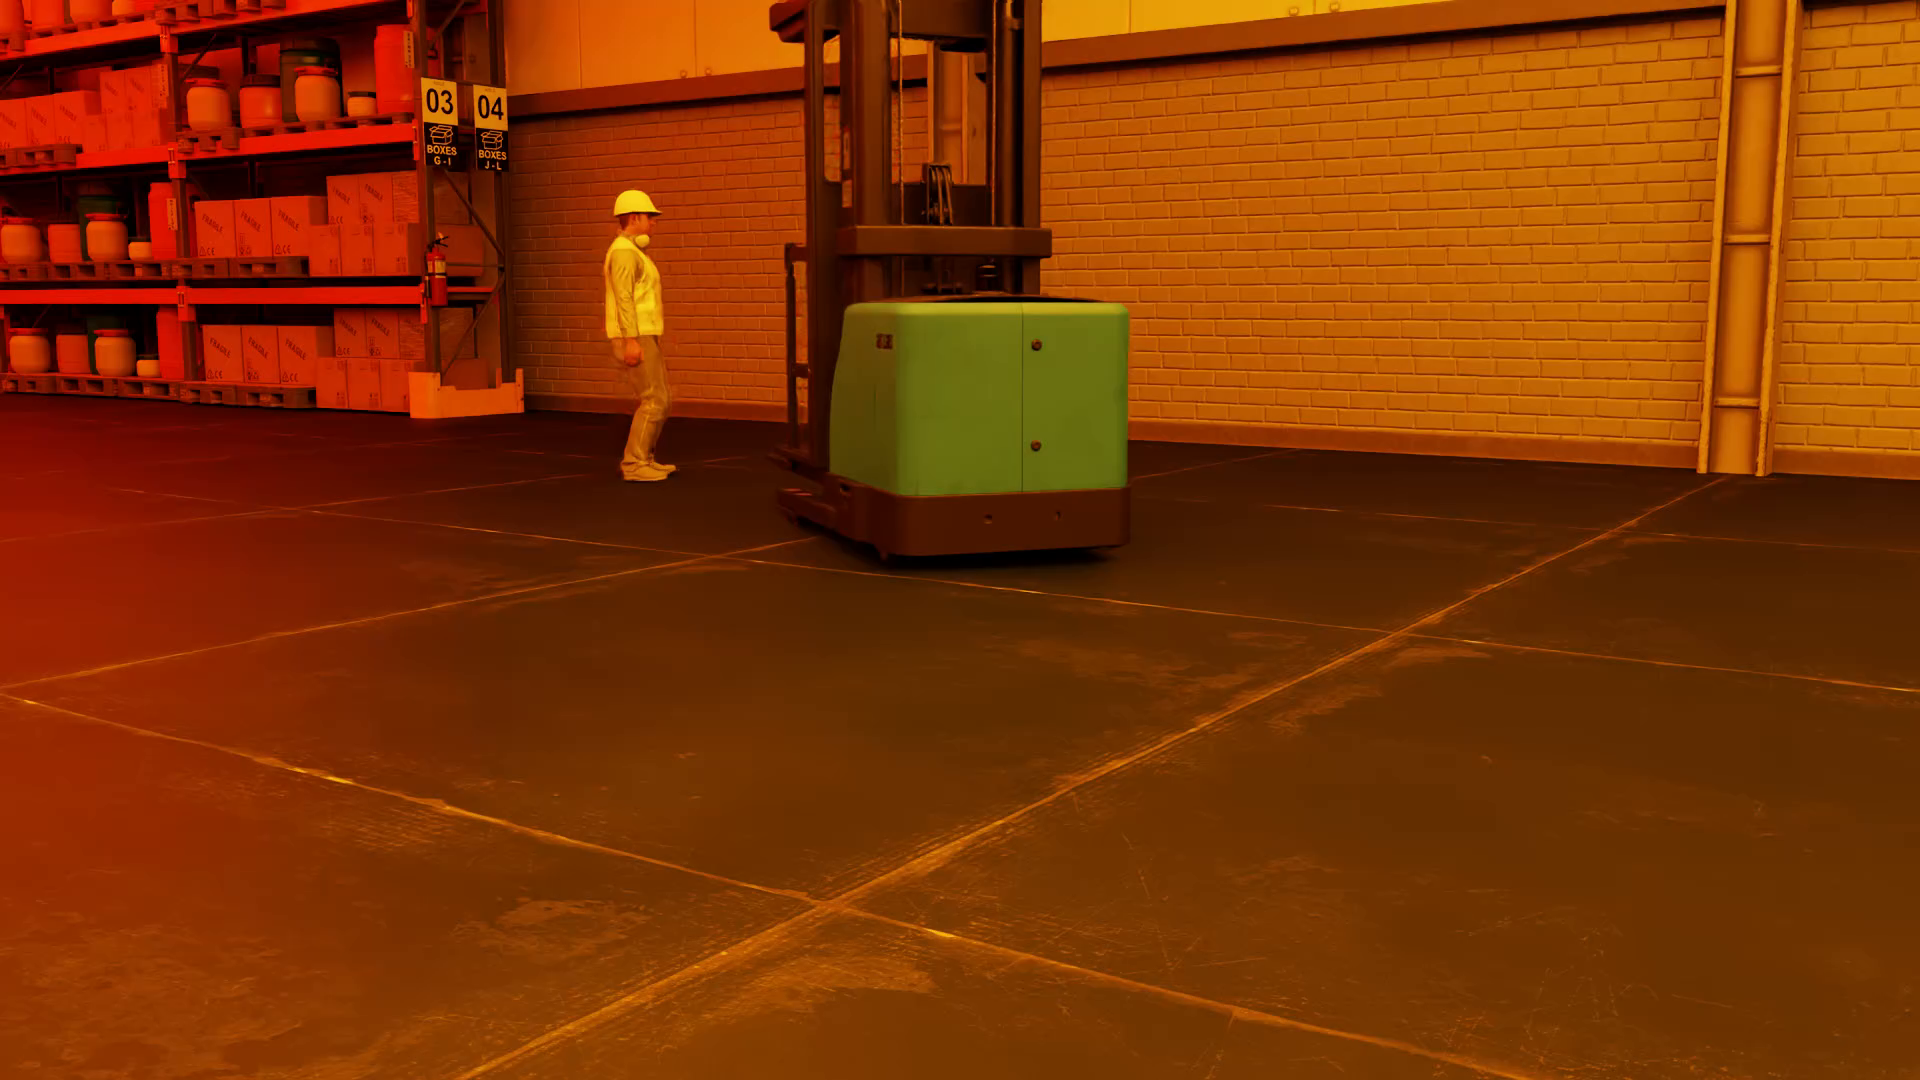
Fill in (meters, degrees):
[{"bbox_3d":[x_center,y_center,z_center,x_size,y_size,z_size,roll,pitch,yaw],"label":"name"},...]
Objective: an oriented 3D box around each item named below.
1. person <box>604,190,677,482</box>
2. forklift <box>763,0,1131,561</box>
[{"bbox_3d":[-1.954,-1.241,10.142,0.396,1.749,0.706,-1,8,-7],"label":"person"},{"bbox_3d":[-0.271,-1.536,7.993,1.130,2.935,3.031,-3,9,-20],"label":"forklift"}]
